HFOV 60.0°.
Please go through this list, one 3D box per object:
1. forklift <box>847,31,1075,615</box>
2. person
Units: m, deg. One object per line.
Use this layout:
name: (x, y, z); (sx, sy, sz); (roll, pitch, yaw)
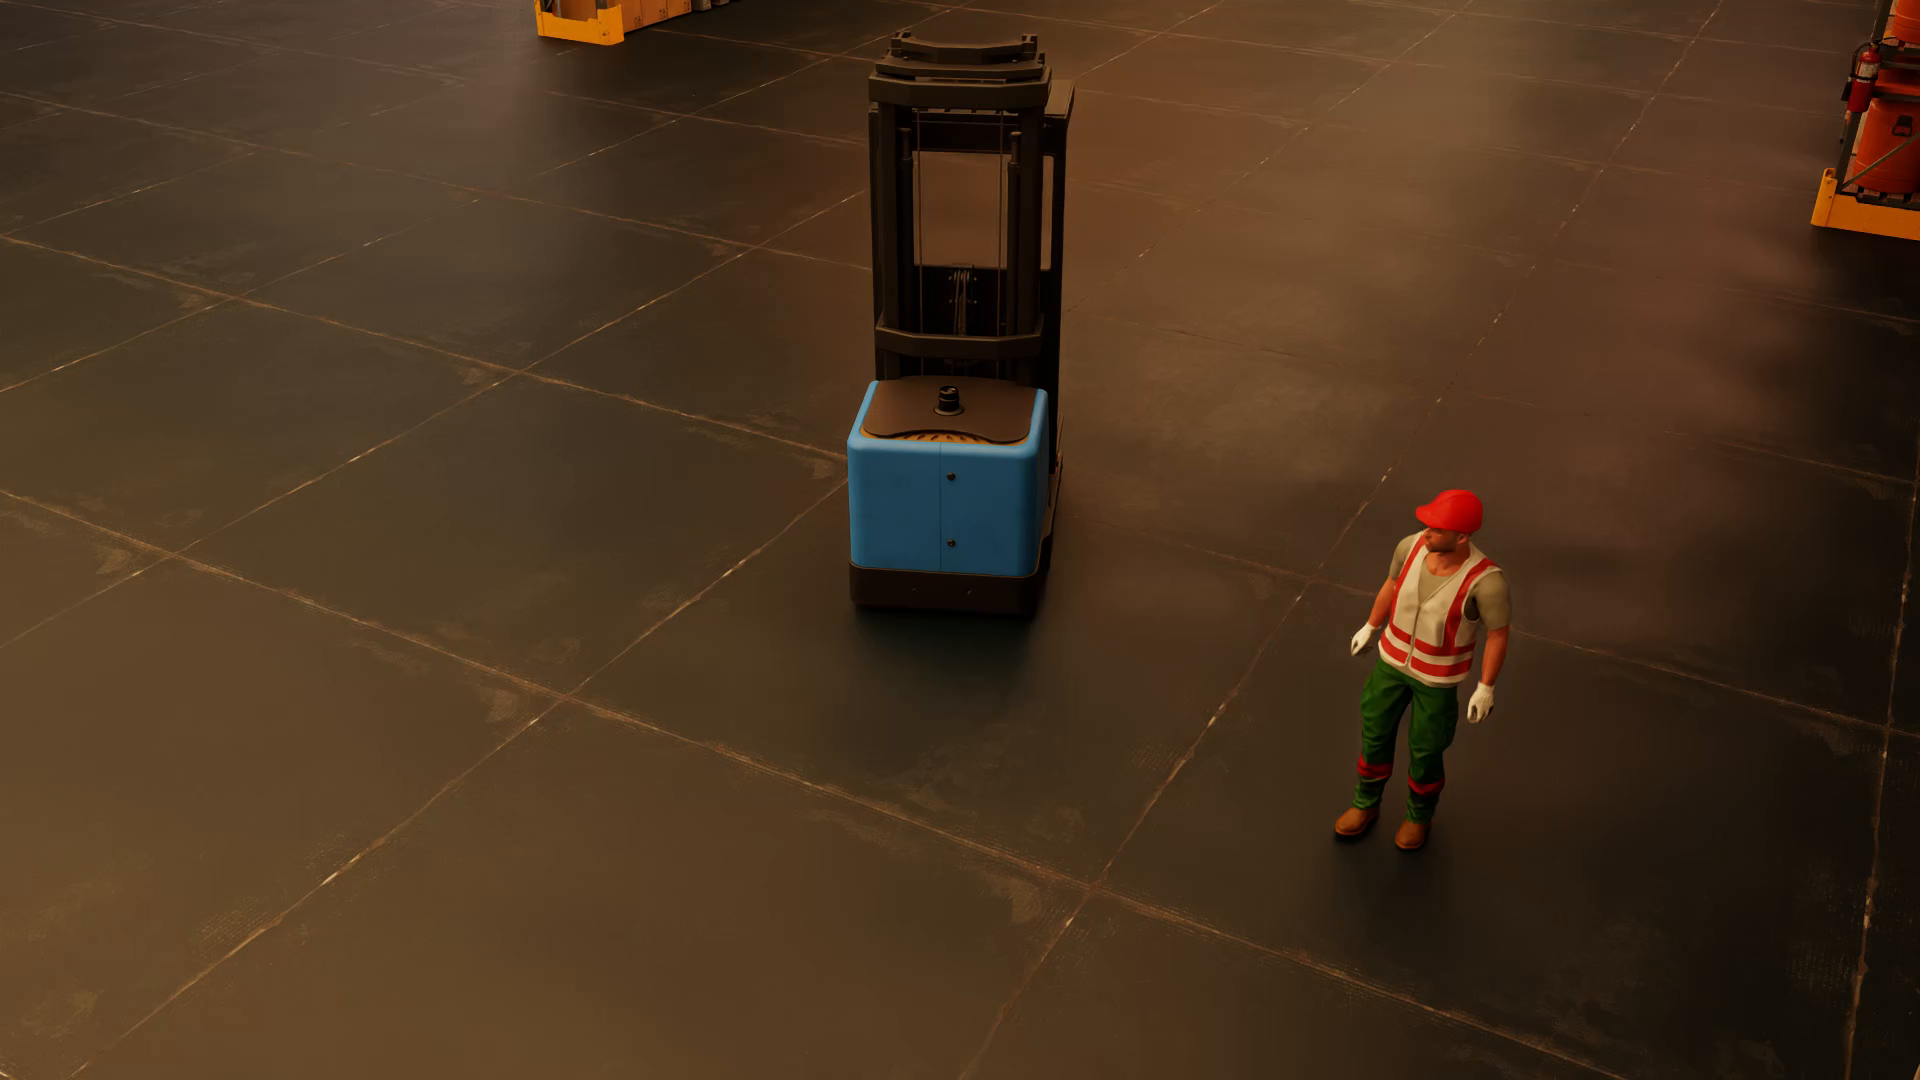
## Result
forklift: (0.072, -1.572, 9.794); (1.130, 2.935, 3.031); (3, 30, 6)
person: (1.983, 0.571, 7.231); (0.705, 1.788, 0.426); (25, 38, 37)
